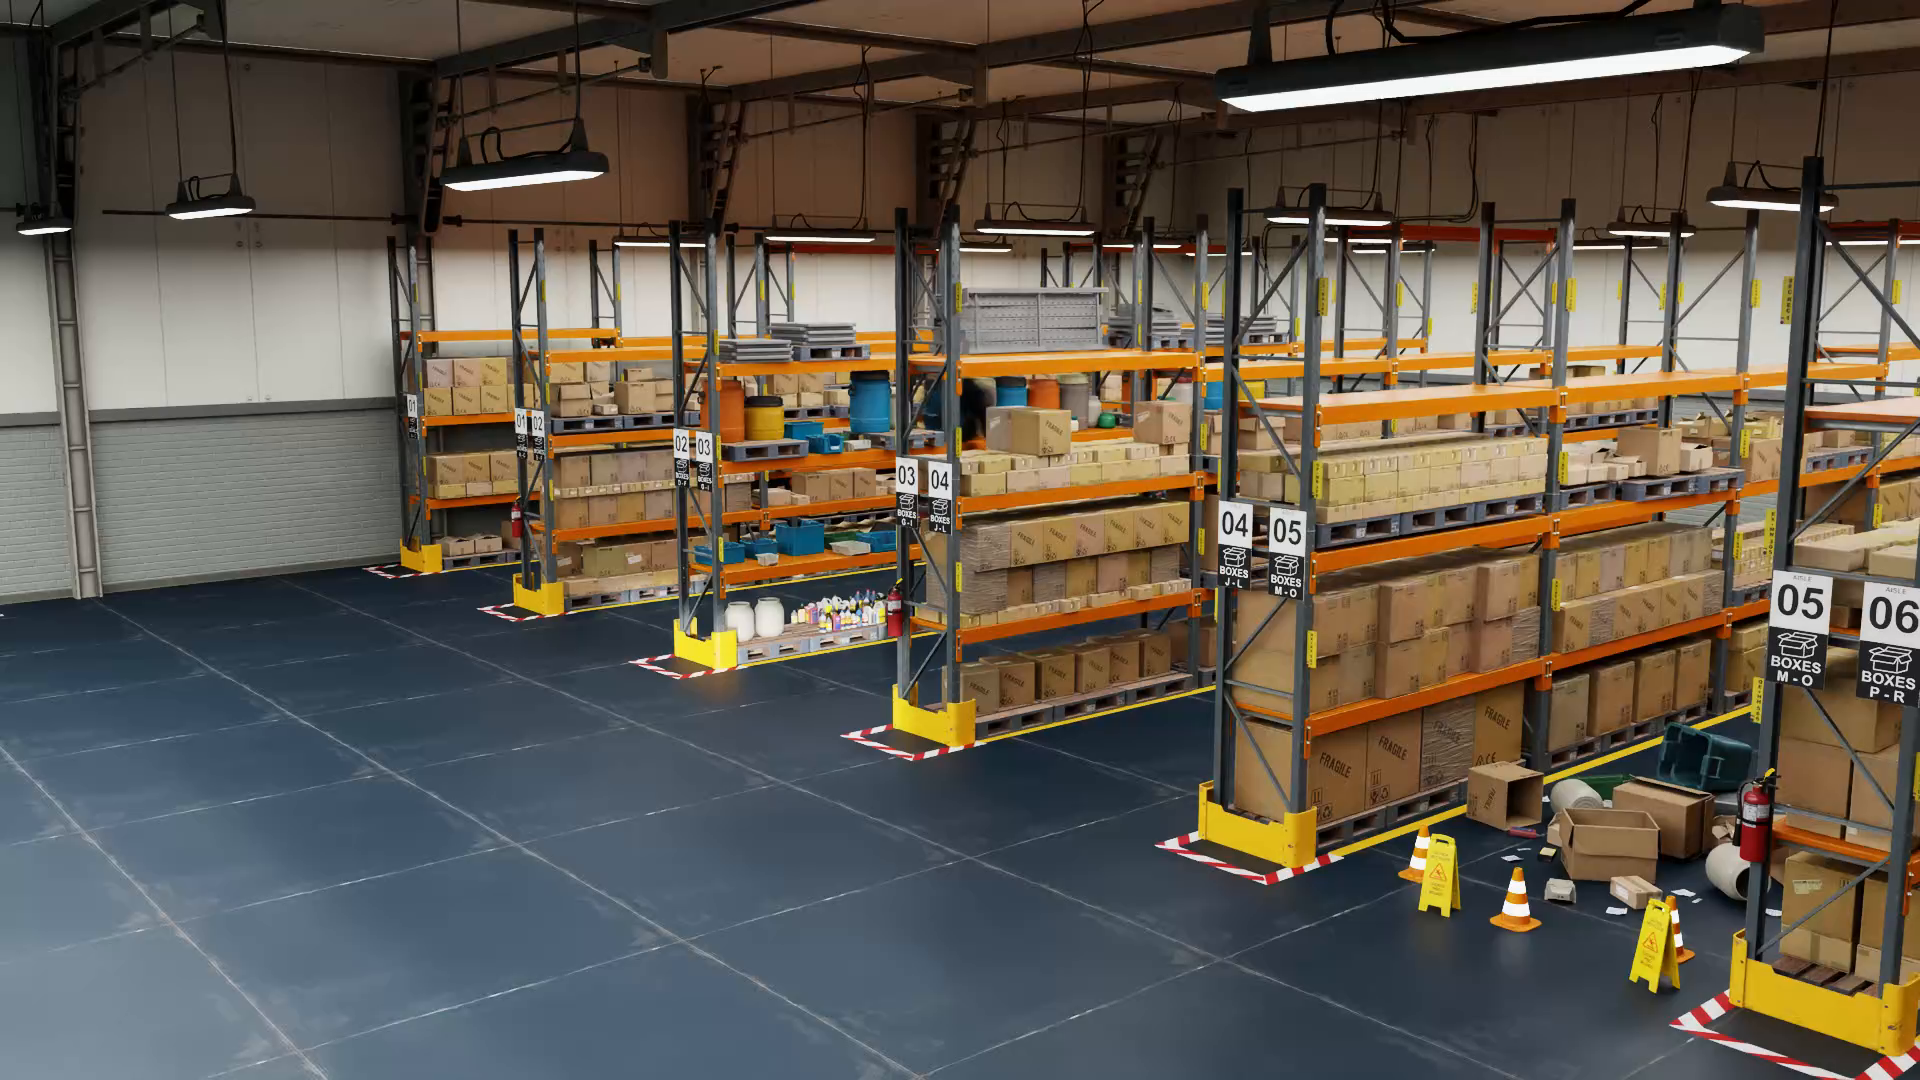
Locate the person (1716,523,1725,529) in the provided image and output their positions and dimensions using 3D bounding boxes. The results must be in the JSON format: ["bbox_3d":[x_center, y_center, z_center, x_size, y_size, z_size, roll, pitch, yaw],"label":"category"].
[{"bbox_3d":[11.263,0.579,24.586,0.728,1.696,0.644,-8,12,-42],"label":"person"}]
